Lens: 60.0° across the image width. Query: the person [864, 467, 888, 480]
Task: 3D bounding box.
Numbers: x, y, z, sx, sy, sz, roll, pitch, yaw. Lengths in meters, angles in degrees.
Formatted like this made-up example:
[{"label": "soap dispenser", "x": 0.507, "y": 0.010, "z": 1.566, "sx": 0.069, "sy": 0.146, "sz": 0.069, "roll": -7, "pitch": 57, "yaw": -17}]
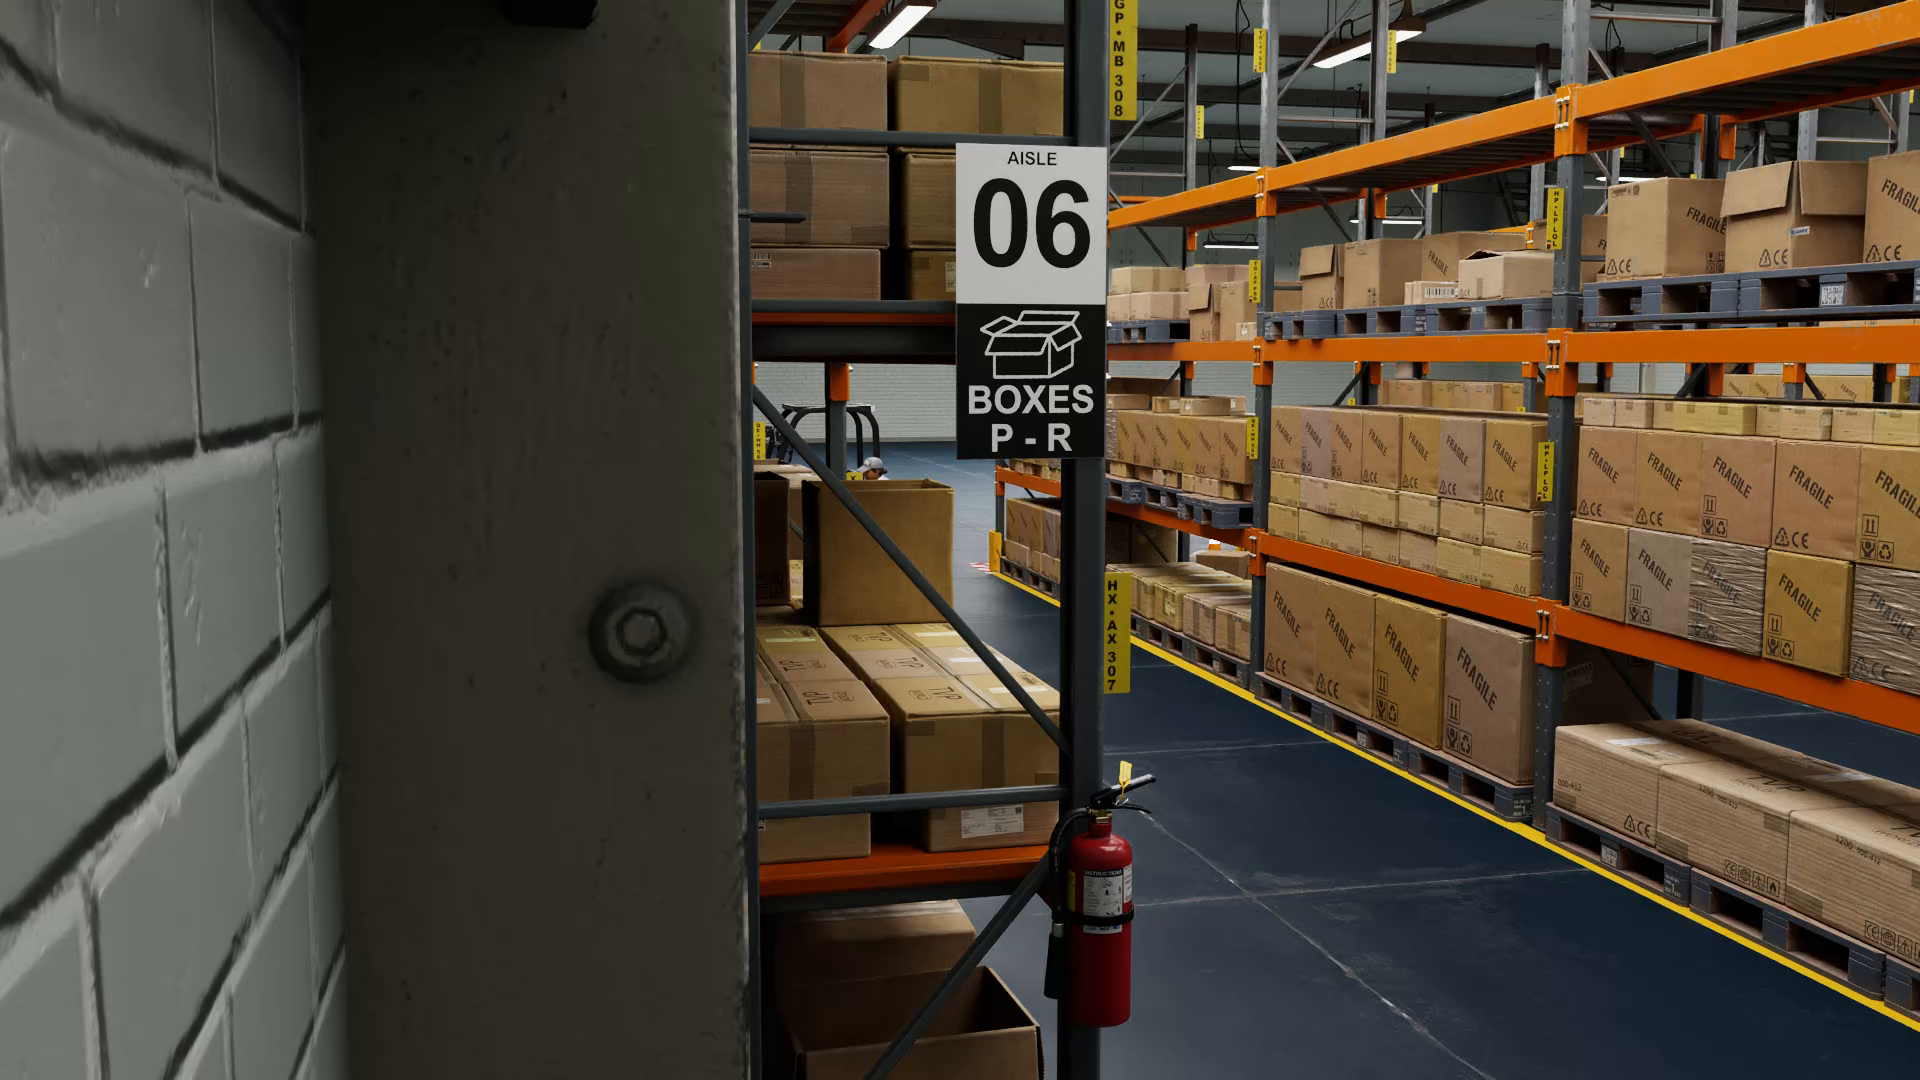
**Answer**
[{"label": "person", "x": -0.802, "y": -0.010, "z": 17.078, "sx": 0.399, "sy": 1.637, "sz": 0.540, "roll": -2, "pitch": 6, "yaw": -13}]
